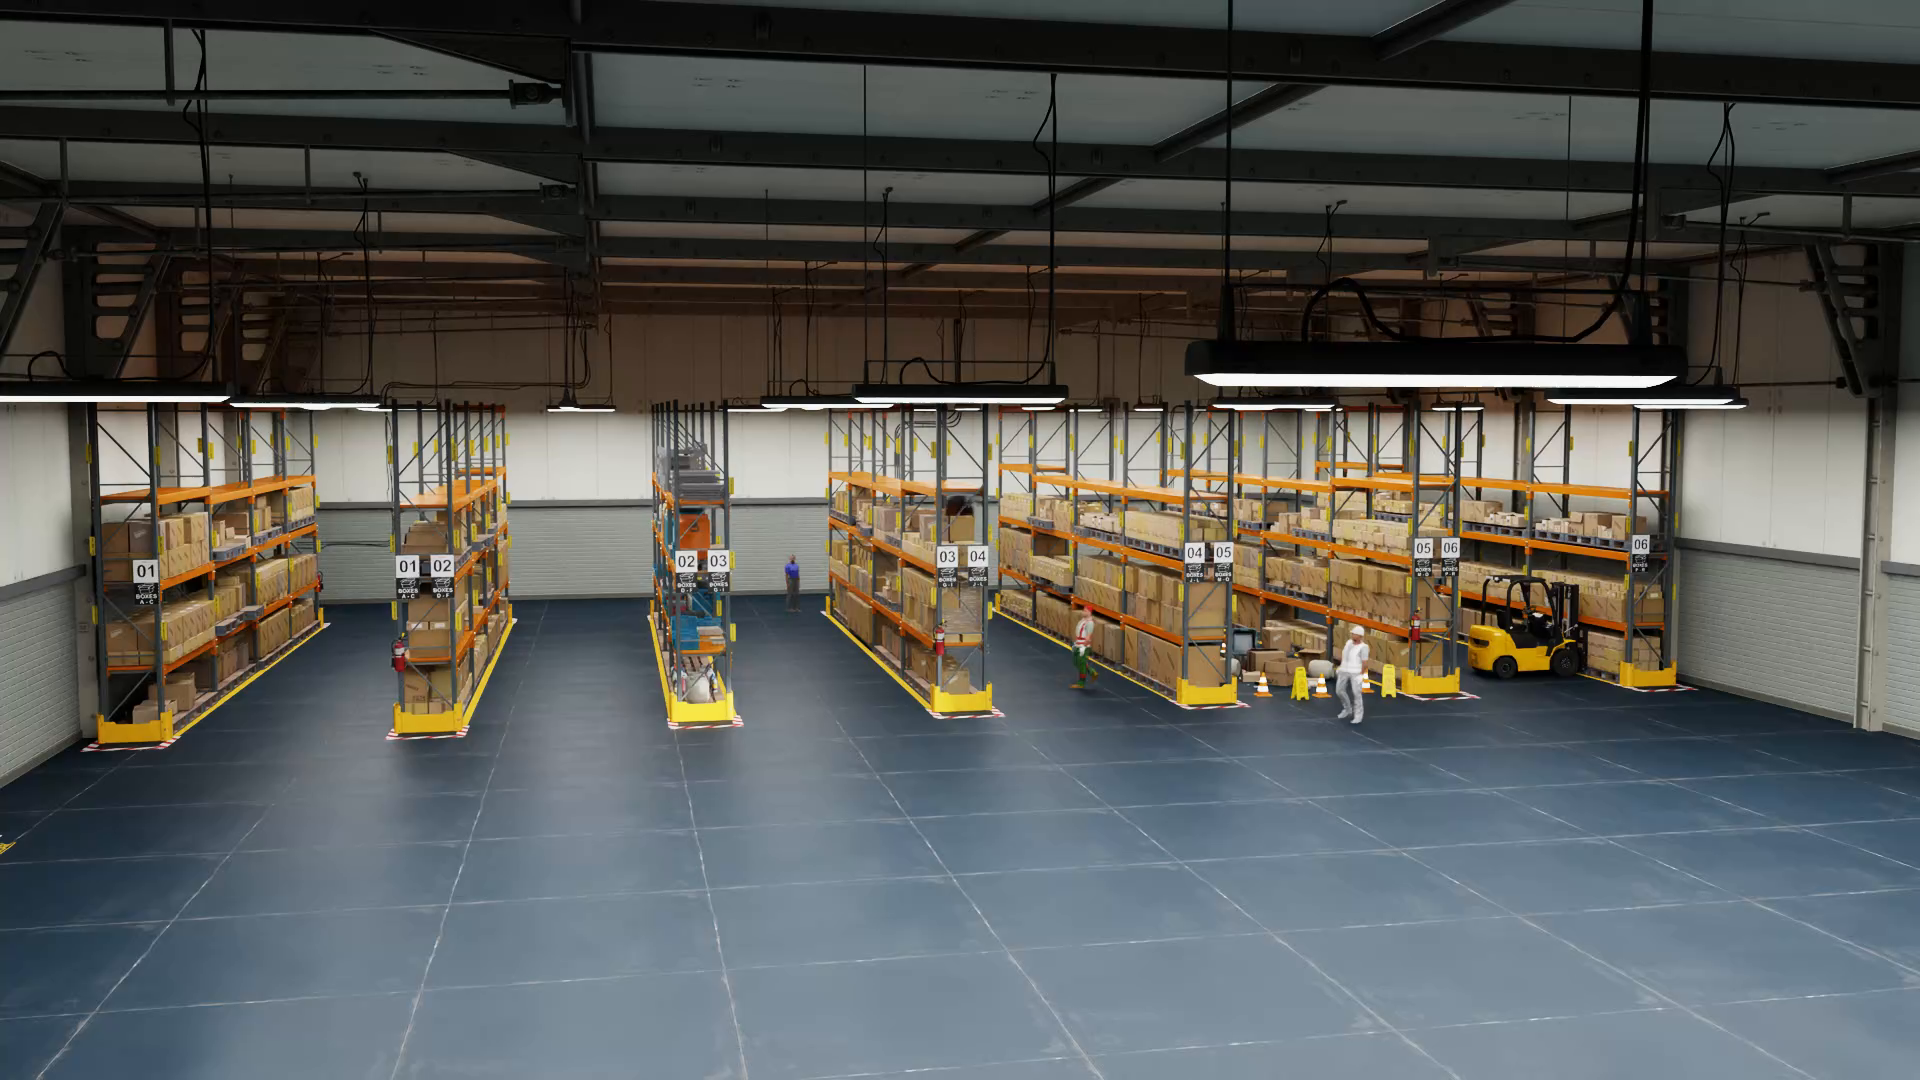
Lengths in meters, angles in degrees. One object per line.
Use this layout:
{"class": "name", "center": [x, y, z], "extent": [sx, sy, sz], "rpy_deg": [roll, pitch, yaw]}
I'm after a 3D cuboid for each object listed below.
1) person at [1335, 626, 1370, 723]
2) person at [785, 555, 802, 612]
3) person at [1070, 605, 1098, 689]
{"class": "person", "center": [7.298, 2.493, 31.010], "extent": [0.462, 1.789, 0.665], "rpy_deg": [-4, 6, -43]}
{"class": "person", "center": [-4.838, 1.270, 48.293], "extent": [0.334, 1.692, 0.456], "rpy_deg": [4, 6, 40]}
{"class": "person", "center": [2.586, 2.228, 34.544], "extent": [0.606, 1.770, 0.572], "rpy_deg": [0, 4, -2]}
